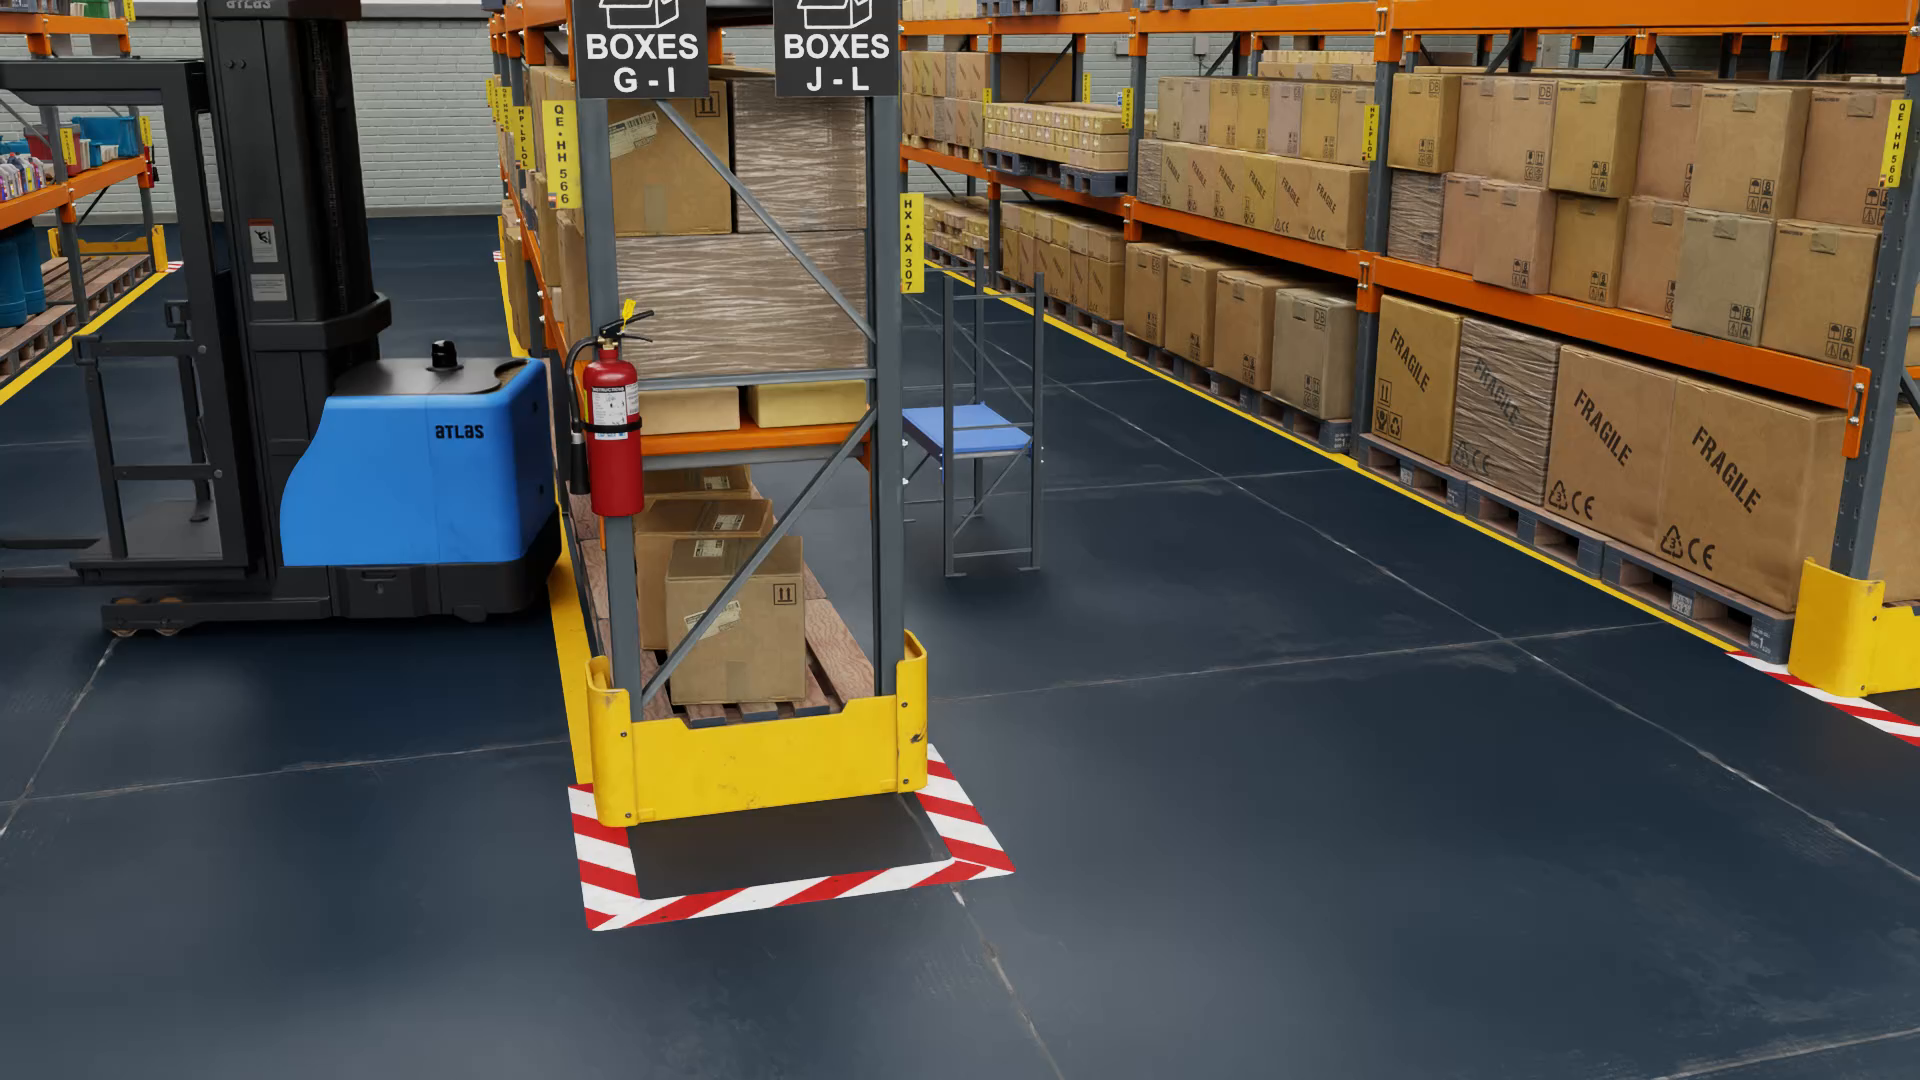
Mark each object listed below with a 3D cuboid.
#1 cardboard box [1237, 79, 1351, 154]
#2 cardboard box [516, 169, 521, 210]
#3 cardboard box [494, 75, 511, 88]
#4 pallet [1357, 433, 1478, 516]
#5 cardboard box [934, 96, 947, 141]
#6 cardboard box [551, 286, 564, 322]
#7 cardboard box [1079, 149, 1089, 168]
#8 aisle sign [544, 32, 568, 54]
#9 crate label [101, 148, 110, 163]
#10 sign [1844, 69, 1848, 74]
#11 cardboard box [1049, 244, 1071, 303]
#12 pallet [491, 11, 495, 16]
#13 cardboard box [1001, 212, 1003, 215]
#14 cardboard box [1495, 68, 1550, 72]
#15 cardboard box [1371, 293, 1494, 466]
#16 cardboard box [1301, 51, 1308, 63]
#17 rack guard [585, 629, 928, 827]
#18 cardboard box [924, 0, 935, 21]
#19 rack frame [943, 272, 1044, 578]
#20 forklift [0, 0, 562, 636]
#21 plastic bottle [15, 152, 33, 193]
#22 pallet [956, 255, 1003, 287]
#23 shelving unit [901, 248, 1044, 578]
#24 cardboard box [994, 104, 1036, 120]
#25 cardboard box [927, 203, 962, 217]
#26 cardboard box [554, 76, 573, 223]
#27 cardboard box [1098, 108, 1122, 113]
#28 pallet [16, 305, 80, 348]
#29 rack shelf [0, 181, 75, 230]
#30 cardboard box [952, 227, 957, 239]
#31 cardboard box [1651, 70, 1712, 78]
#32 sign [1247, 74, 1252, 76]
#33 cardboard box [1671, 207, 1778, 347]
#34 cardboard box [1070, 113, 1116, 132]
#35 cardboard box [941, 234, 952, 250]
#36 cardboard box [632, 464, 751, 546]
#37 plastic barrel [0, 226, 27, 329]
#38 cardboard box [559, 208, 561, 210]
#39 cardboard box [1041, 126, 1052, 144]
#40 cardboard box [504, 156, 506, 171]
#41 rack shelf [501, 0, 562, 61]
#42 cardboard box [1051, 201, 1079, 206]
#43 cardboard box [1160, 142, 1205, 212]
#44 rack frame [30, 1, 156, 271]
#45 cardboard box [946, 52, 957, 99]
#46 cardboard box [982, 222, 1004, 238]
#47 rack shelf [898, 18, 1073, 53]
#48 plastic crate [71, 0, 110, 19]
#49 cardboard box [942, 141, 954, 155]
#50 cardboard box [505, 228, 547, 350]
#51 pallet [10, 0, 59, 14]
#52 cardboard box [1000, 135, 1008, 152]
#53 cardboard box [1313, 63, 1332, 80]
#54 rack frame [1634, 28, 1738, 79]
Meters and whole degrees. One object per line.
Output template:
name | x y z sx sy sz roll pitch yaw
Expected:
cardboard box | 2.446 -3.079 12.076 0.700 0.500 0.500 -5 17 -16
cardboard box | -3.263 -2.900 13.220 0.500 0.500 0.500 -4 17 -14
cardboard box | -4.930 -4.943 18.634 0.500 0.500 0.500 -5 17 -17
pallet | 3.141 -0.441 10.055 1.003 0.211 1.213 -5 17 -15
cardboard box | 0.007 -4.934 19.473 0.500 0.500 0.500 -5 17 -17
cardboard box | -1.761 -1.148 7.996 0.380 0.149 0.250 -5 17 -15
cardboard box | 1.264 -3.350 14.596 0.380 0.149 0.250 -5 17 -15
aisle sign | -4.819 -6.237 19.983 0.394 0.787 0.004 -5 17 -15
crate label | -9.286 -4.092 17.714 0.396 0.136 0.243 -5 17 -15
sign | 10.844 -5.618 20.430 0.100 0.325 0.005 -5 17 -15
cardboard box | 1.175 -2.554 15.856 0.500 0.500 0.500 -6 18 -18
pallet | -4.874 -6.138 19.113 1.003 0.211 1.213 -5 17 -15
cardboard box | 0.692 -3.733 19.356 0.380 0.149 0.250 -4 17 -14
cardboard box | 5.835 -4.588 17.100 0.500 0.500 0.500 -5 17 -16
cardboard box | 3.113 -0.997 10.022 0.875 0.875 0.875 -4 17 -14
cardboard box | 4.586 -6.162 21.211 0.380 0.149 0.250 -5 17 -15
rack guard | -0.711 0.653 5.908 1.175 0.500 0.348 -5 17 -15
cardboard box | -0.119 -6.246 19.577 0.500 0.250 0.500 -5 18 -17
rack frame | 0.163 -0.554 8.190 0.500 1.500 0.032 -5 17 -15
forklift | -3.521 -1.128 7.611 3.031 2.935 1.130 -1 17 -3
plastic bottle | -8.183 -3.199 14.472 0.144 0.351 0.185 -5 17 -15
pallet | 0.590 -3.054 18.751 1.003 0.211 1.213 -5 17 -15
shelving unit | 0.023 -0.695 8.658 0.538 1.500 1.048 -5 17 -15
cardboard box | 0.557 -4.350 16.892 0.380 0.149 0.250 -4 17 -14
cardboard box | -0.188 -4.053 20.422 0.380 0.149 0.250 -6 18 -18
cardboard box | -1.222 -1.462 6.178 0.500 0.500 0.500 -5 17 -15
cardboard box | 1.539 -4.041 15.865 0.380 0.149 0.250 -5 17 -16
pallet | -8.579 -1.898 14.905 1.003 0.211 1.213 -5 17 -15
rack shelf | -8.201 -2.553 13.487 1.077 0.370 4.000 -5 17 -15
cardboard box | 0.122 -3.615 19.481 0.380 0.149 0.250 -6 18 -18
cardboard box | 6.739 -4.202 15.814 0.500 0.500 0.500 -5 18 -17
sign | 3.906 -6.142 22.544 0.100 0.325 0.005 -5 17 -15
cardboard box | 3.789 -1.208 7.500 0.875 0.550 0.550 -5 17 -15
cardboard box | 1.193 -3.707 14.752 0.380 0.149 0.250 -4 17 -14
cardboard box | -0.017 -3.551 19.787 0.380 0.149 0.250 -5 17 -15
cardboard box | -1.307 -0.196 8.006 0.500 0.500 0.500 -6 18 -20
plastic barrel | -8.423 -2.299 14.309 0.600 0.901 0.708 -5 17 -15
cardboard box | -1.290 -1.277 7.299 0.875 0.500 0.500 -5 17 -15
cardboard box | 0.978 -3.780 15.513 0.380 0.149 0.250 -4 17 -14
cardboard box | -4.458 -3.852 16.997 0.380 0.149 0.250 -4 17 -14
rack shelf | -2.339 -3.275 10.676 1.077 0.370 4.000 -5 17 -15
cardboard box | 1.256 -3.383 17.313 0.500 0.250 0.500 -5 17 -17
cardboard box | 1.914 -2.862 13.091 0.500 0.500 0.500 -5 17 -16
rack frame | -9.850 -4.557 18.909 1.000 3.000 0.127 -5 17 -15
cardboard box | 0.145 -5.269 18.851 0.500 0.500 0.500 -4 17 -14
cardboard box | 0.460 -3.405 18.264 0.380 0.149 0.250 -4 17 -14
rack shelf | 0.259 -5.852 19.255 1.077 0.370 4.000 -5 17 -15
plastic crate | -9.304 -5.642 17.674 0.450 0.188 0.336 -5 17 -15
cardboard box | 0.006 -4.573 19.399 0.380 0.149 0.250 -4 17 -14
cardboard box | -3.059 -2.112 13.732 1.225 0.875 0.875 -6 18 -18
pallet | -8.441 -4.588 14.125 1.213 0.211 1.003 -5 17 -15
cardboard box | 0.621 -3.996 16.748 0.380 0.149 0.250 -5 17 -15
cardboard box | 4.735 -5.681 20.740 0.500 0.500 0.500 -5 17 -15
rack frame | 6.639 -3.519 15.454 1.000 3.000 0.127 -5 17 -15
